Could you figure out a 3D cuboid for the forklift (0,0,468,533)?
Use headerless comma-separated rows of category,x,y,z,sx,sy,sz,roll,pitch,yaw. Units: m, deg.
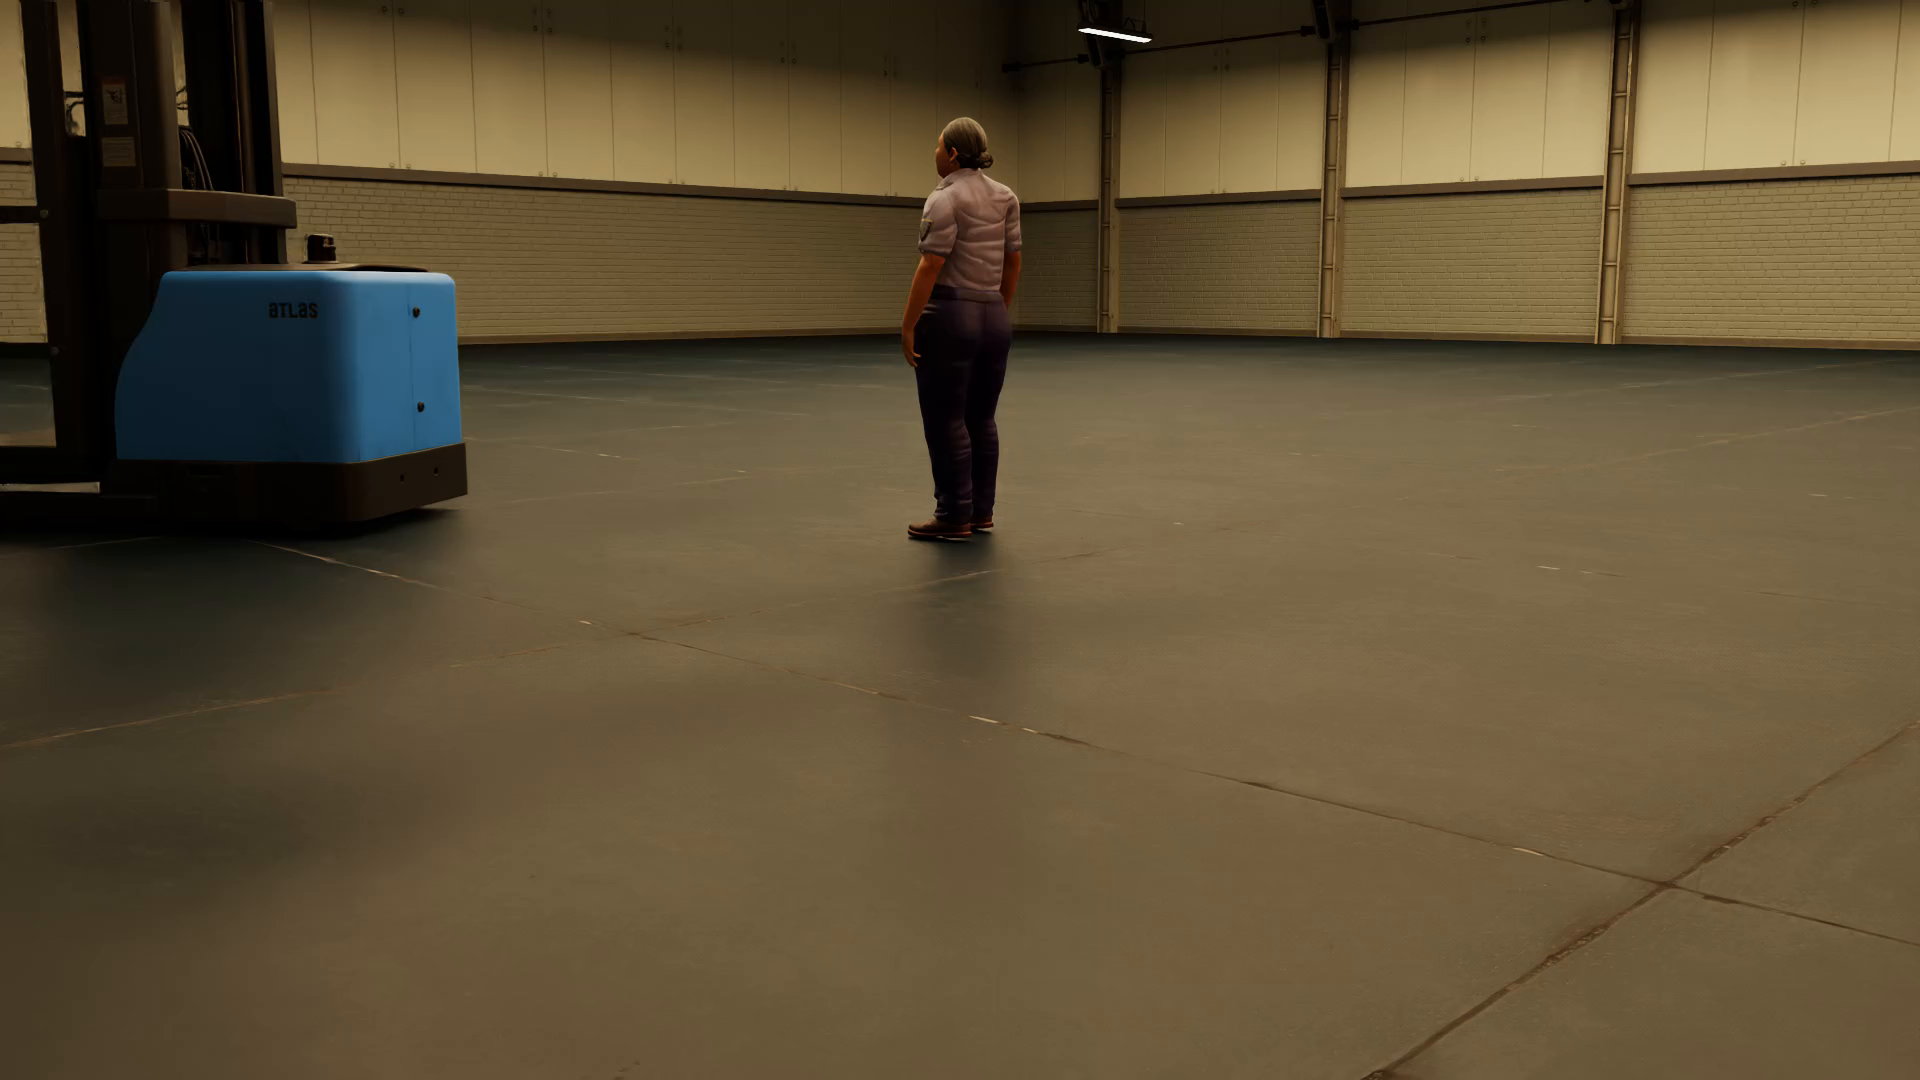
forklift,-3.823,-1.560,7.236,3.031,2.935,1.130,1,9,10

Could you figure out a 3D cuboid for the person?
person,-0.049,-0.830,6.671,0.503,1.642,0.599,8,12,43
